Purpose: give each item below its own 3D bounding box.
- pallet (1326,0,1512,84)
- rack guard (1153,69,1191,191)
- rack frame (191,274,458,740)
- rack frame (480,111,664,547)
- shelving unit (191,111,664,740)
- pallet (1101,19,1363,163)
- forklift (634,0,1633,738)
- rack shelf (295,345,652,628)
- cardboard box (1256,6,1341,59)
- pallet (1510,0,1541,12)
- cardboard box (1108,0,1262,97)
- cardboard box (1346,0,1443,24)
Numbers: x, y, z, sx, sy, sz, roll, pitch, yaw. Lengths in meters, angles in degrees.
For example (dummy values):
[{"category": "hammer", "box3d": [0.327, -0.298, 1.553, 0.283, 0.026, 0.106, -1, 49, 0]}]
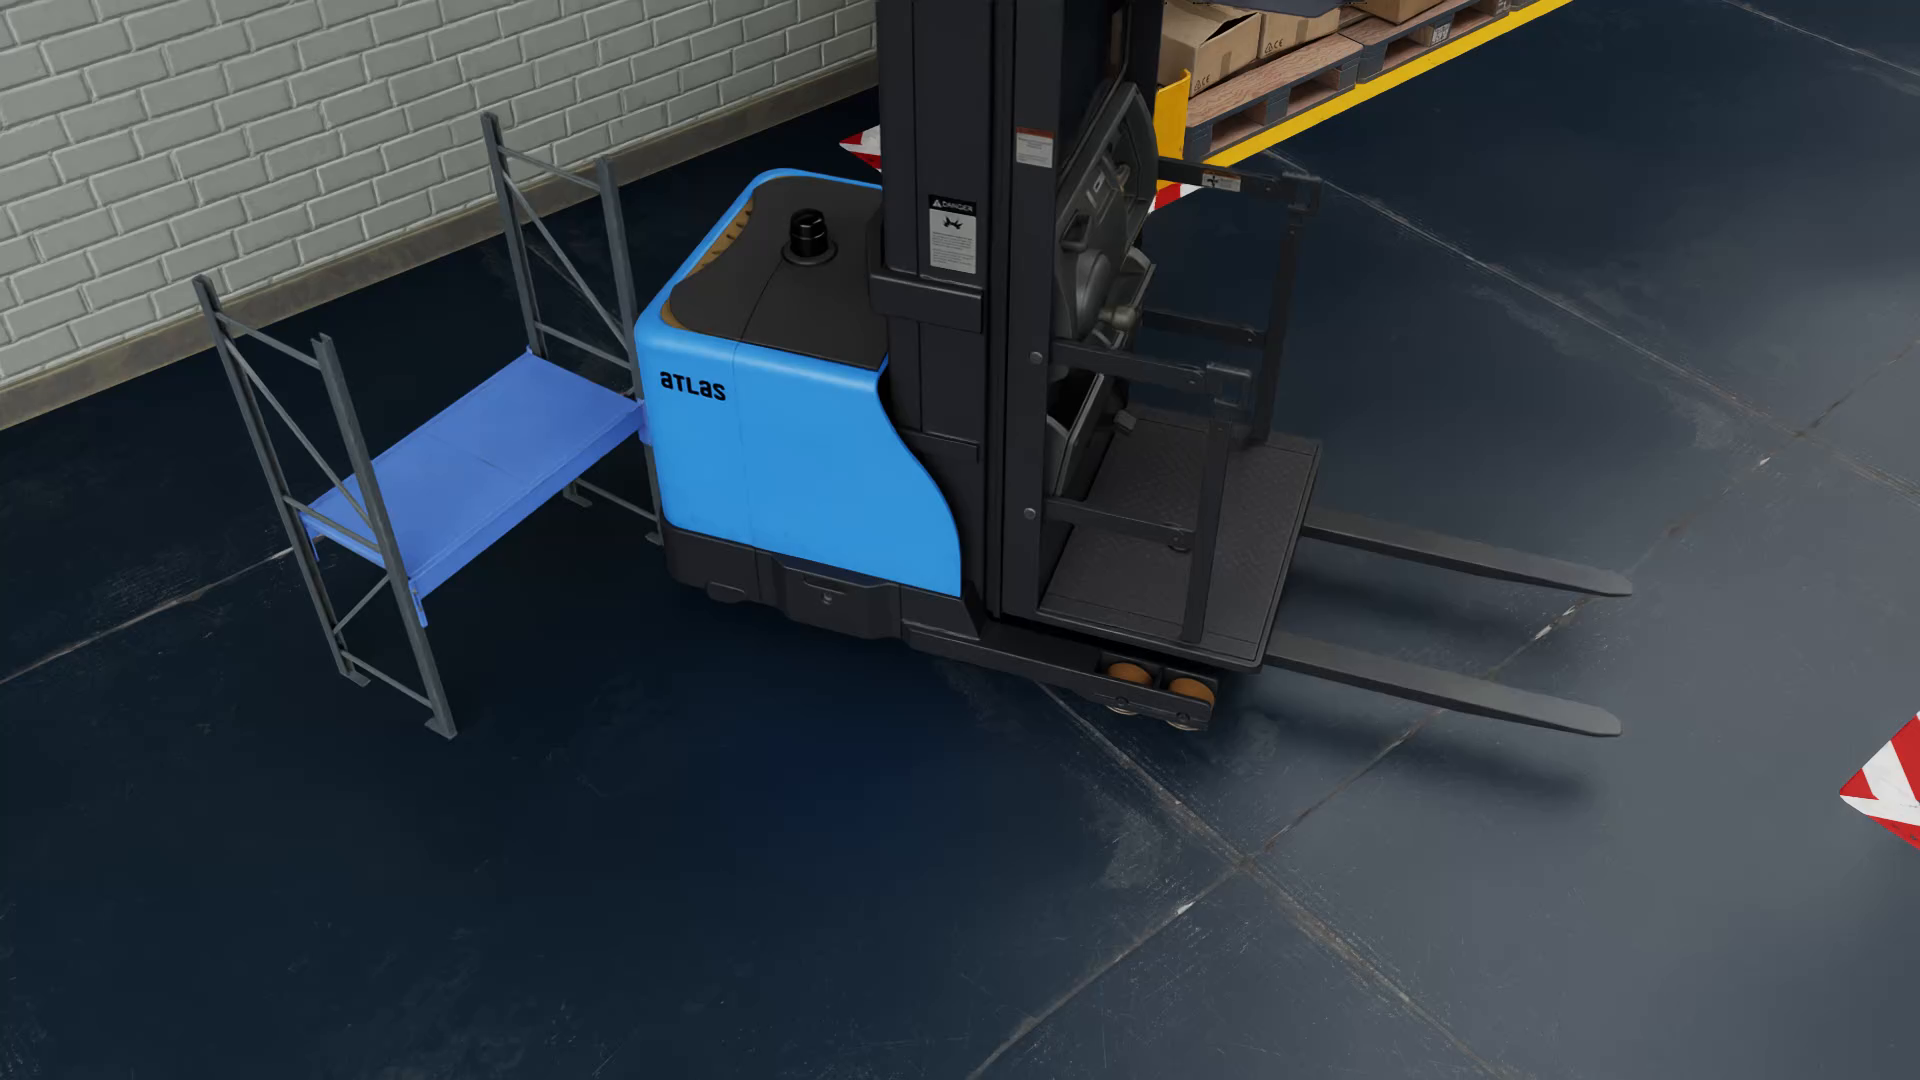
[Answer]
[{"category": "pallet", "box3d": [2.094, -2.815, 8.593, 1.213, 0.211, 1.003, -30, 51, -28]}, {"category": "rack guard", "box3d": [0.513, -2.049, 7.566, 0.348, 0.500, 1.175, -30, 51, -28]}, {"category": "rack frame", "box3d": [-1.761, -0.037, 4.694, 0.500, 1.500, 0.032, 25, 48, 24]}, {"category": "rack frame", "box3d": [-1.196, -0.616, 5.310, 0.500, 1.500, 0.032, 25, 48, 24]}, {"category": "shelving unit", "box3d": [-1.479, -0.326, 5.002, 0.538, 1.500, 1.048, 25, 48, 24]}, {"category": "pallet", "box3d": [1.159, -2.282, 8.025, 1.213, 0.211, 1.003, -30, 51, -28]}, {"category": "forklift", "box3d": [0.596, -0.894, 4.561, 3.031, 2.935, 1.130, 13, 45, 14]}, {"category": "rack shelf", "box3d": [-1.479, -0.195, 5.125, 0.538, 0.185, 1.000, 25, 48, 24]}, {"category": "cardboard box", "box3d": [1.480, -2.614, 7.985, 0.500, 0.311, 0.500, -26, 49, -25]}, {"category": "pallet", "box3d": [3.030, -3.354, 9.167, 1.213, 0.211, 1.003, -30, 51, -28]}, {"category": "cardboard box", "box3d": [1.043, -2.364, 7.718, 0.500, 0.311, 0.500, 33, 52, 30]}, {"category": "cardboard box", "box3d": [2.075, -2.979, 8.235, 0.500, 0.500, 0.700, -33, 52, -30]}]
